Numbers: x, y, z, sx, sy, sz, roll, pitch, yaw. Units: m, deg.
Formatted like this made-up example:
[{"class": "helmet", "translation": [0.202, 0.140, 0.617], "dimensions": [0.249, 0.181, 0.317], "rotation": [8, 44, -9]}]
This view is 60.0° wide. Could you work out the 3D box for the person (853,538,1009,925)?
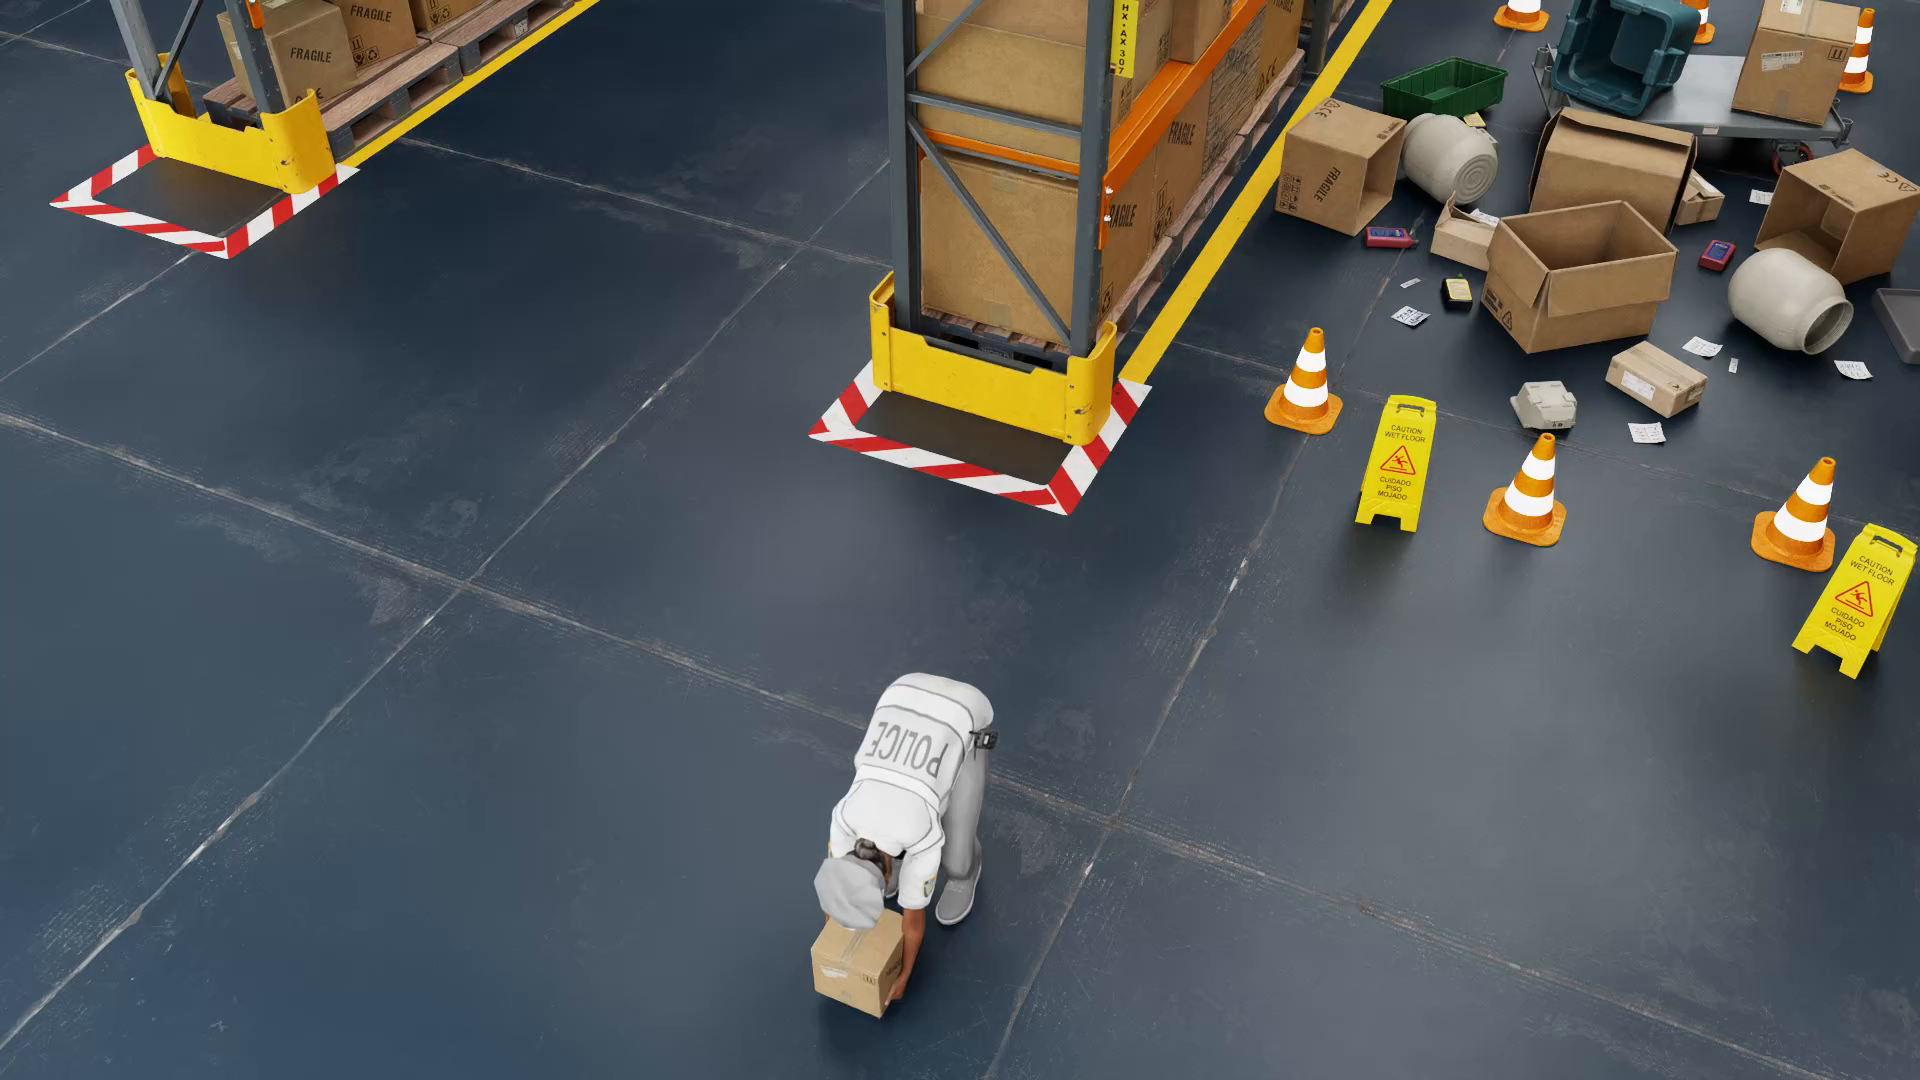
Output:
[{"class": "person", "translation": [-0.102, 0.616, 5.484], "dimensions": [0.520, 1.657, 0.396], "rotation": [15, 44, 16]}]
